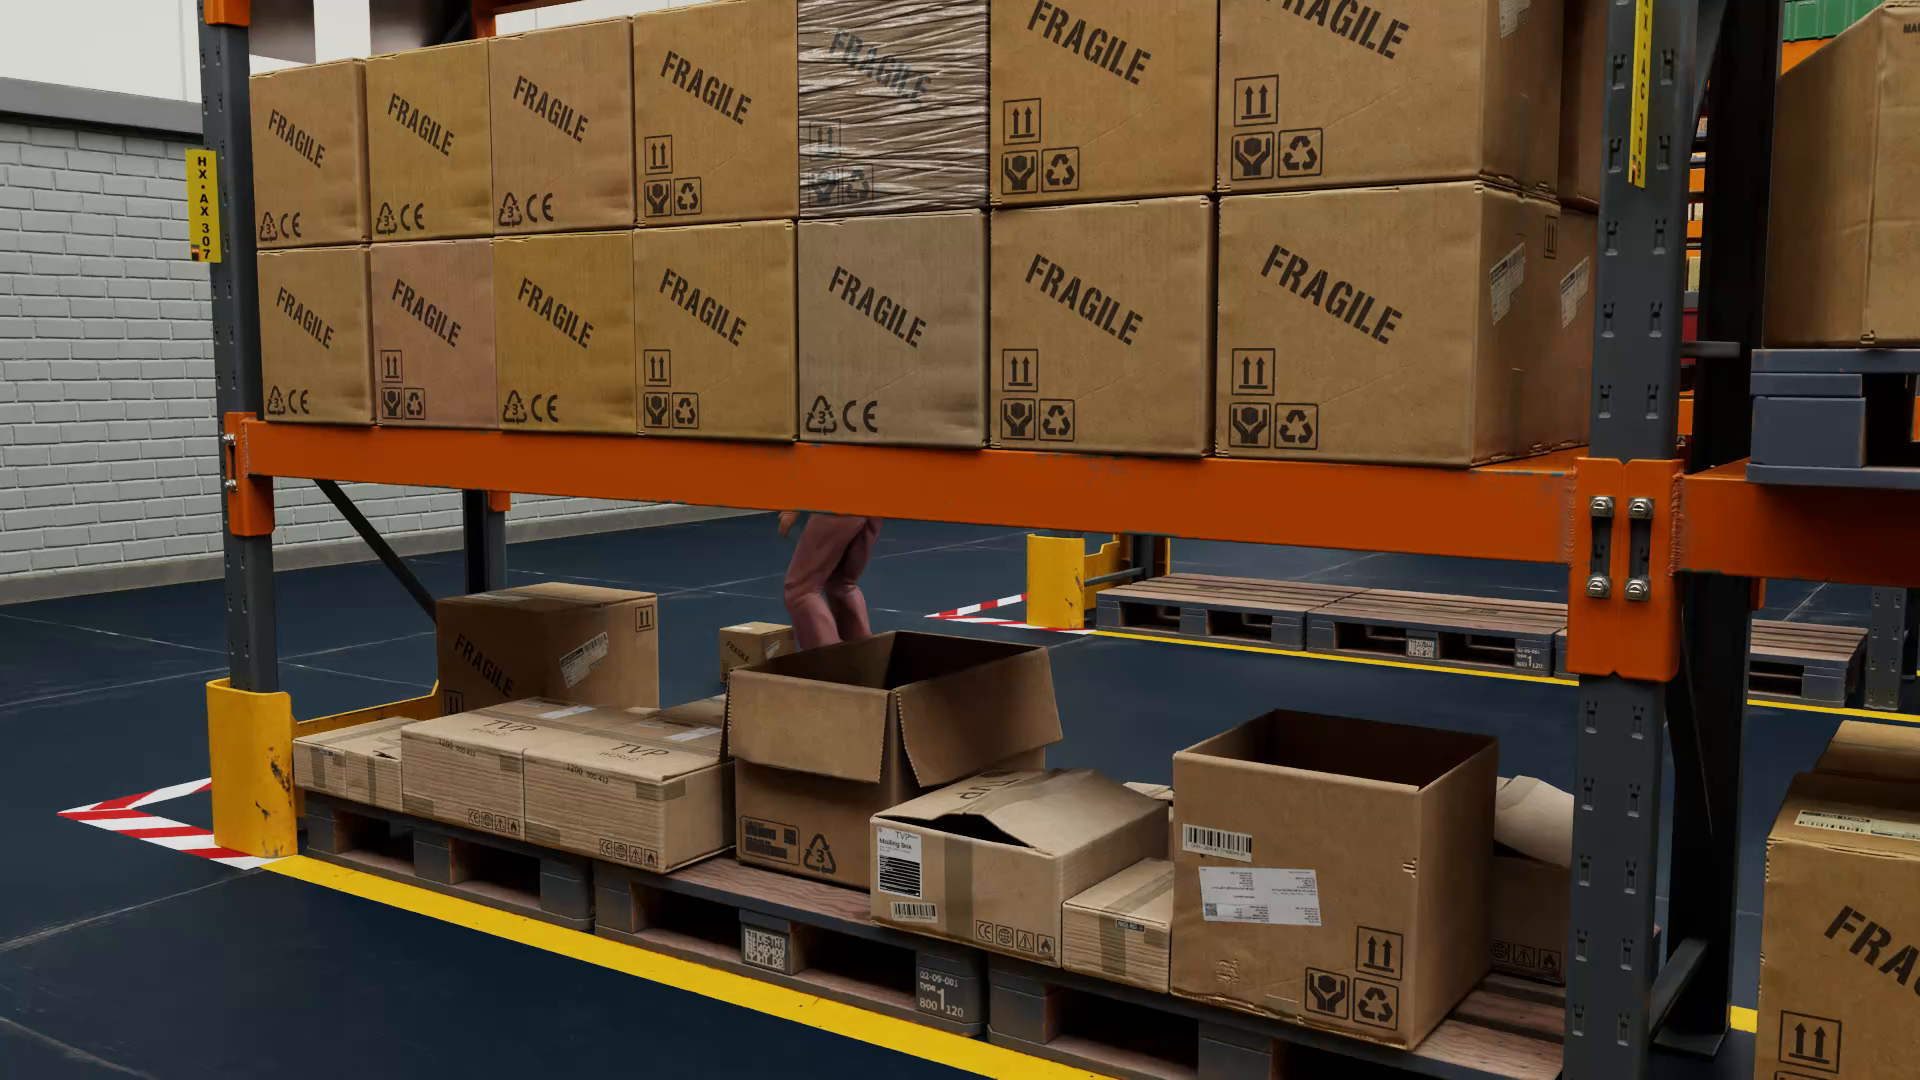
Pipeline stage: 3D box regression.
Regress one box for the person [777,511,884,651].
[{"bbox_3d":[-0.568,-0.109,7.316,0.426,1.603,0.478,4,8,35],"label":"person"}]
